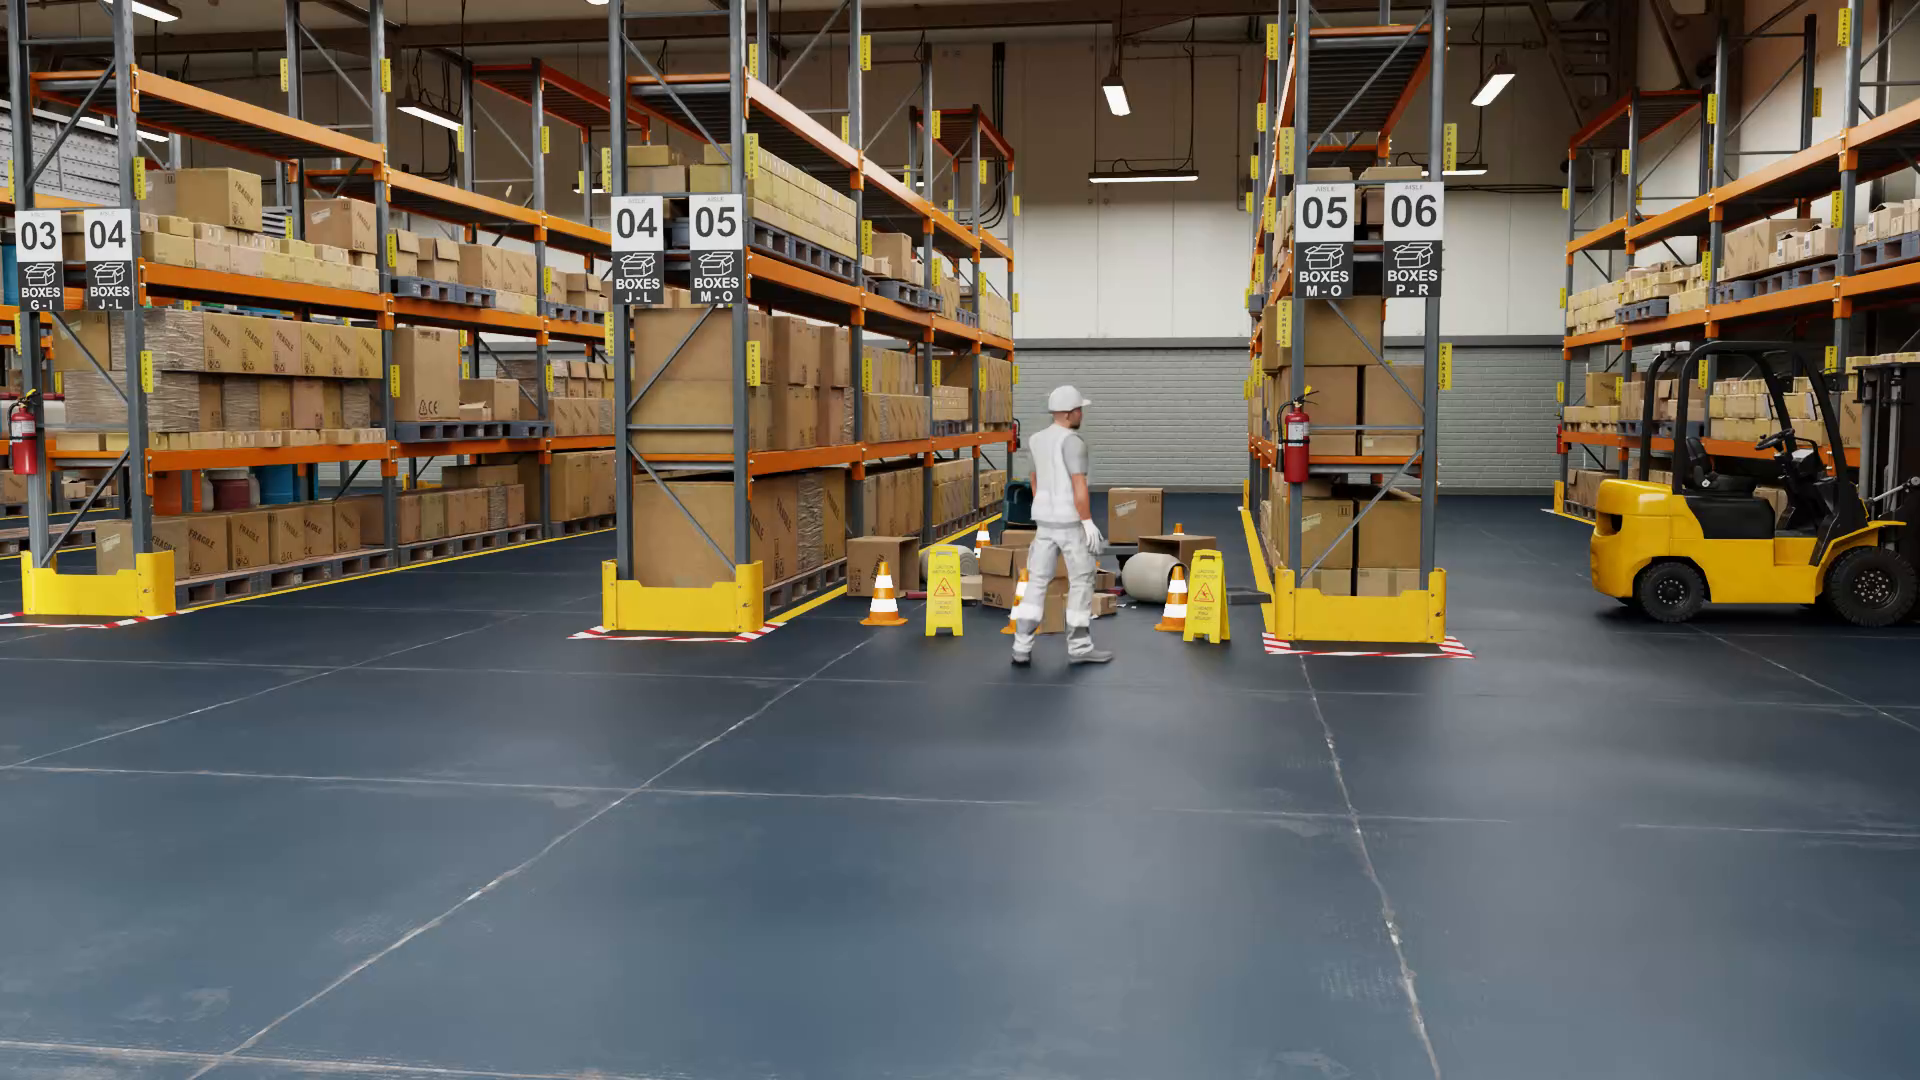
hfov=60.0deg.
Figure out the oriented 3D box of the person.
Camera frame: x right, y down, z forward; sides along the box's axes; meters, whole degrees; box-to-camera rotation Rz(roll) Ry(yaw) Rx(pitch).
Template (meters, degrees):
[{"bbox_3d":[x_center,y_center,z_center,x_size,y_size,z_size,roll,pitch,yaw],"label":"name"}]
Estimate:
[{"bbox_3d":[0.667,-0.092,10.631,0.643,1.784,0.647,-3,6,-37],"label":"person"}]
